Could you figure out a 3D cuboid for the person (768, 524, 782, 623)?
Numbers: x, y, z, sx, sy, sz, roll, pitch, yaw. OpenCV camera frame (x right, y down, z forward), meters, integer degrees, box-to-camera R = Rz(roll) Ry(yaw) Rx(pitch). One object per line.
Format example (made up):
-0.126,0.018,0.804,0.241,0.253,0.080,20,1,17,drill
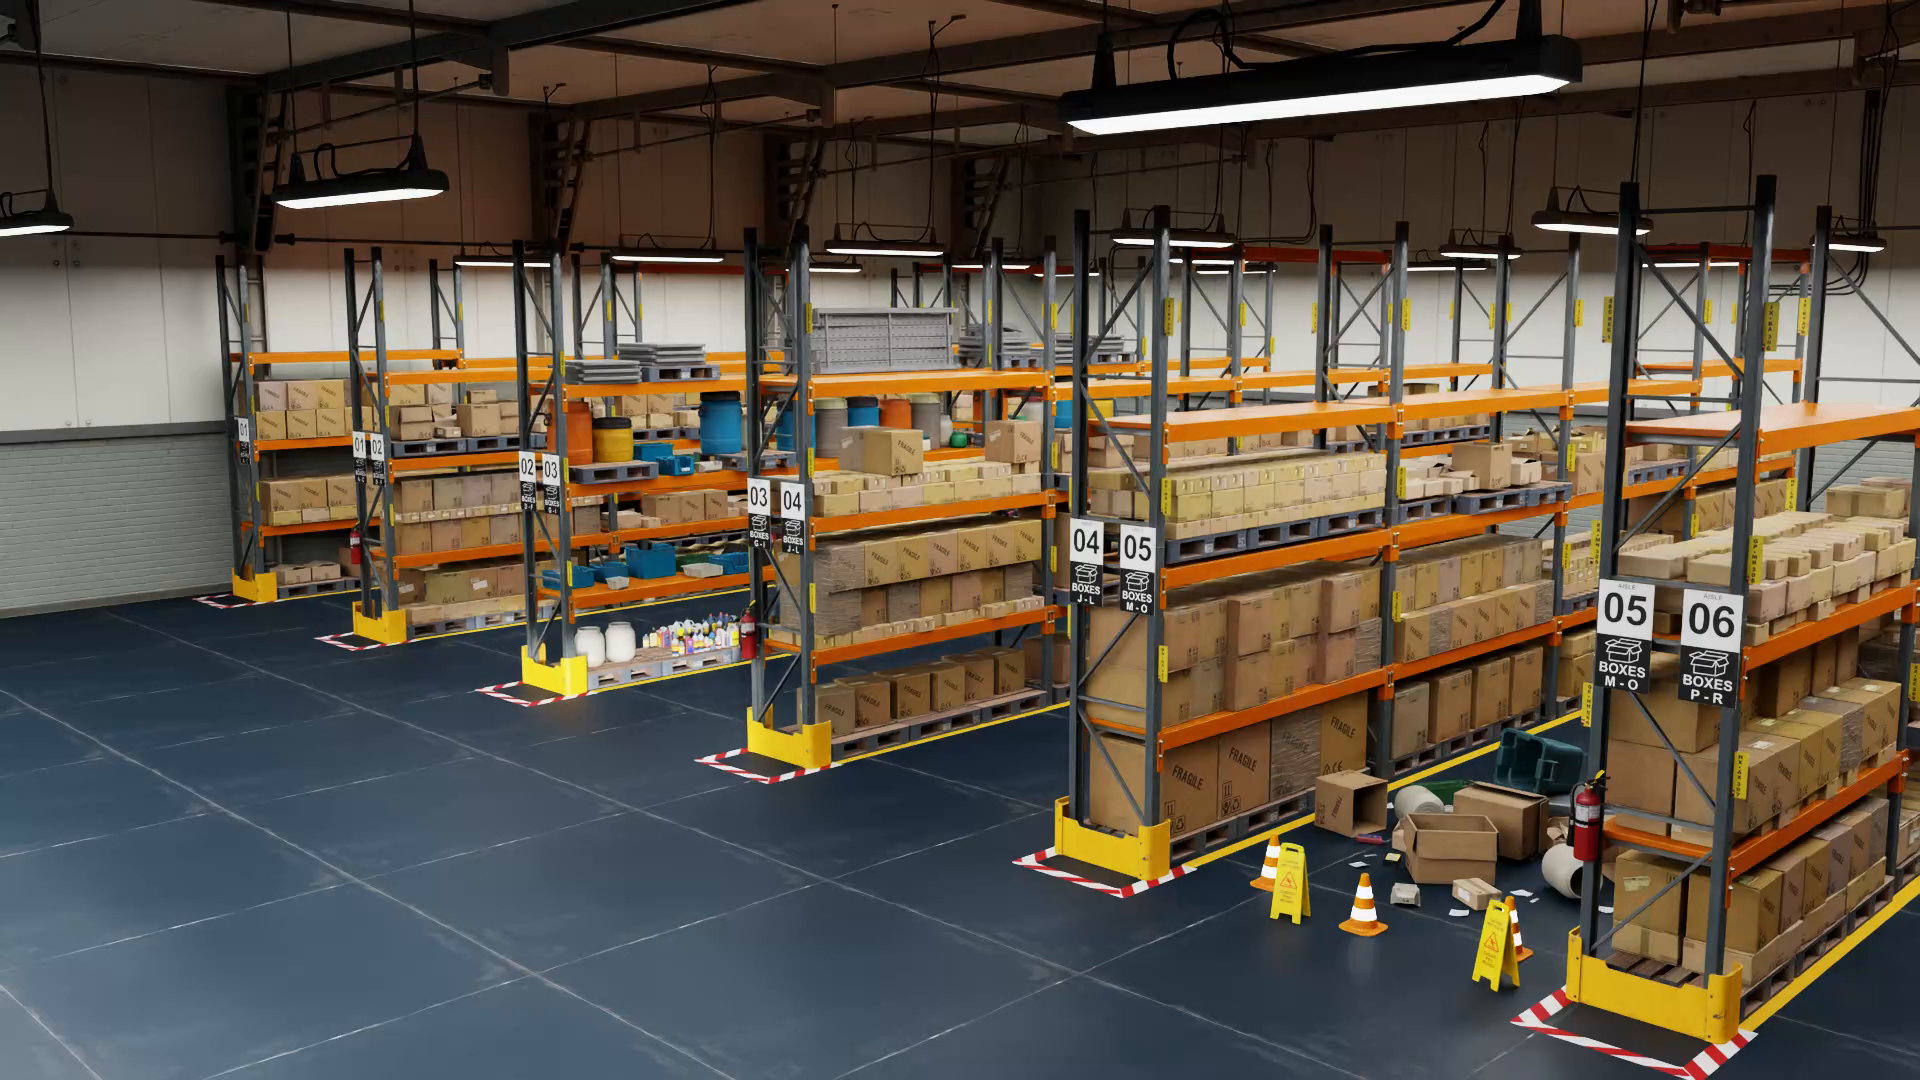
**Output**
-2.924,0.459,27.170,0.562,1.710,0.974,6,10,35,person
